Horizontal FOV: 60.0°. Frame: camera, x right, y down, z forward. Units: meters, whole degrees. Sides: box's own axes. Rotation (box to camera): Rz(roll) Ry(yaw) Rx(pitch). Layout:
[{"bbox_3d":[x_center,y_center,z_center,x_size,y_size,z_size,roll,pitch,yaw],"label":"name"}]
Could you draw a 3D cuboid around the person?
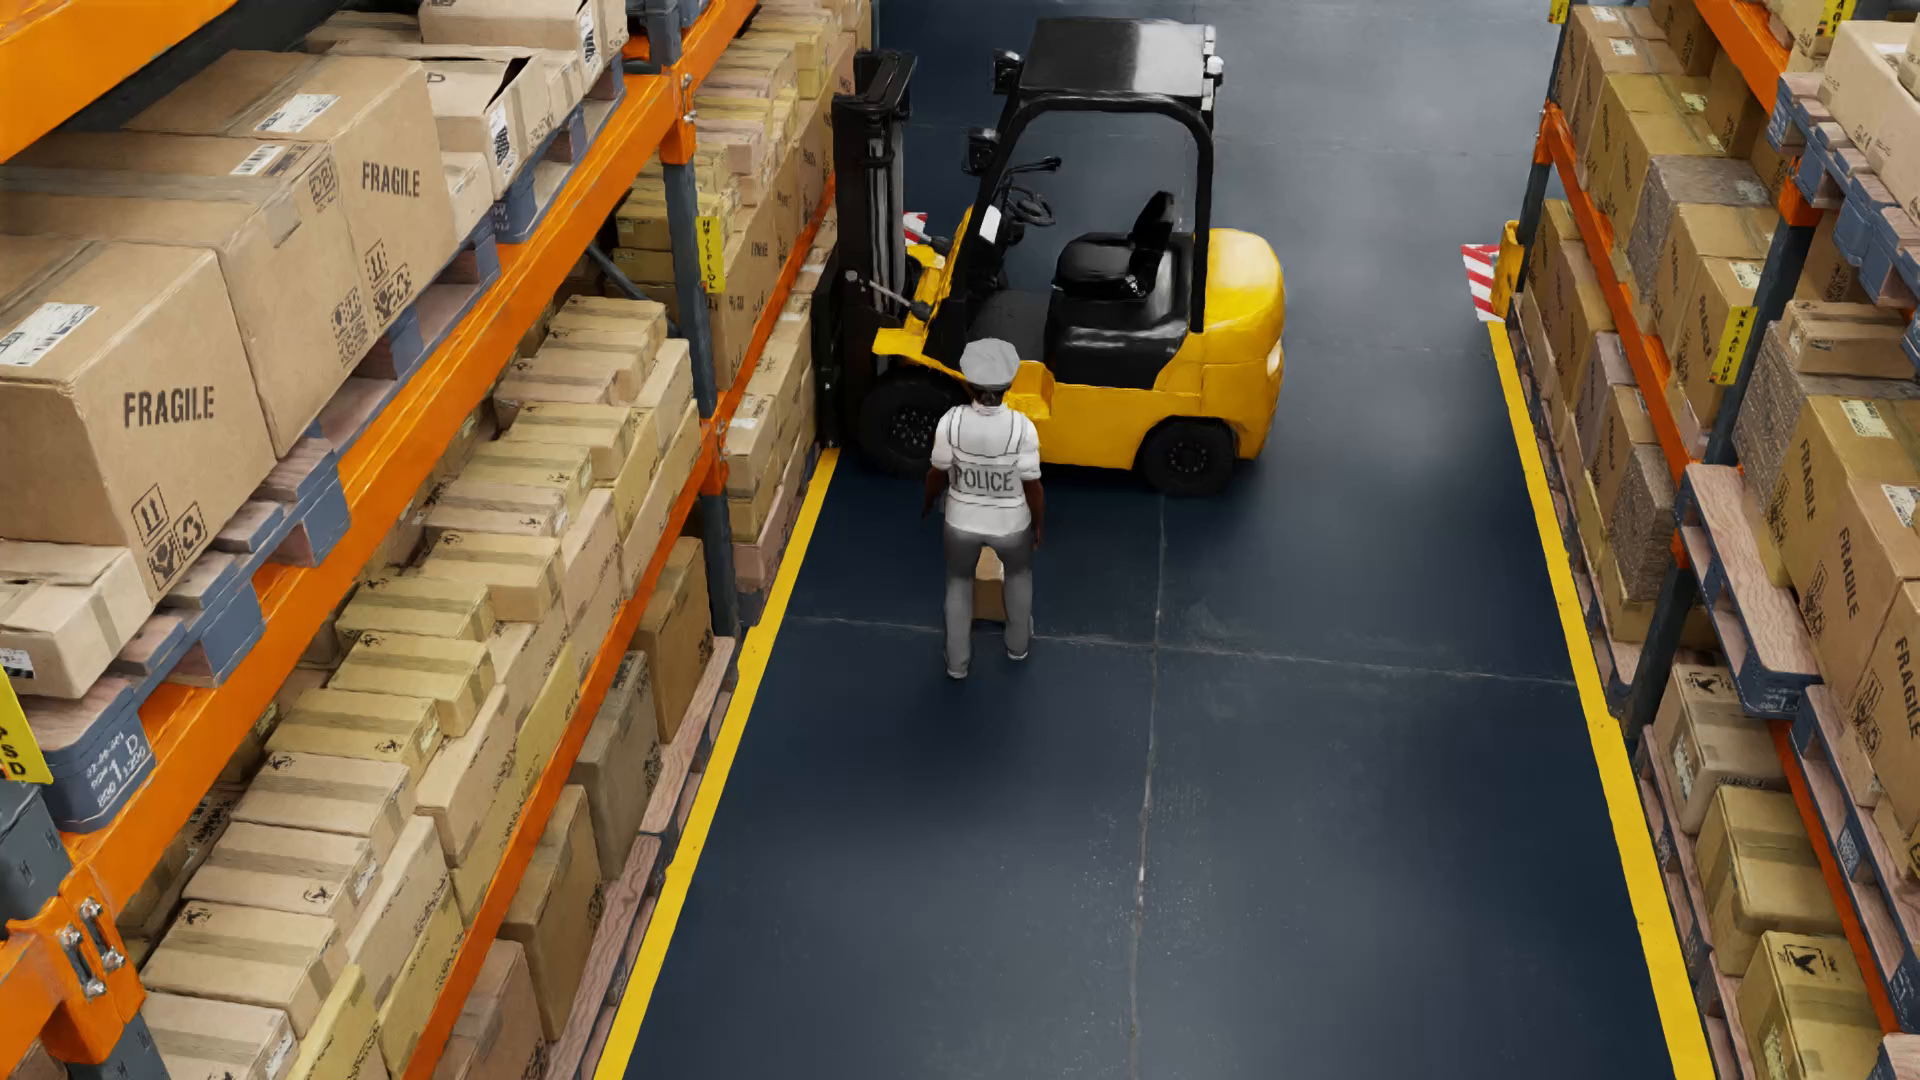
[{"bbox_3d":[0.101,-0.138,7.243,0.552,1.670,0.501,5,37,7],"label":"person"}]
